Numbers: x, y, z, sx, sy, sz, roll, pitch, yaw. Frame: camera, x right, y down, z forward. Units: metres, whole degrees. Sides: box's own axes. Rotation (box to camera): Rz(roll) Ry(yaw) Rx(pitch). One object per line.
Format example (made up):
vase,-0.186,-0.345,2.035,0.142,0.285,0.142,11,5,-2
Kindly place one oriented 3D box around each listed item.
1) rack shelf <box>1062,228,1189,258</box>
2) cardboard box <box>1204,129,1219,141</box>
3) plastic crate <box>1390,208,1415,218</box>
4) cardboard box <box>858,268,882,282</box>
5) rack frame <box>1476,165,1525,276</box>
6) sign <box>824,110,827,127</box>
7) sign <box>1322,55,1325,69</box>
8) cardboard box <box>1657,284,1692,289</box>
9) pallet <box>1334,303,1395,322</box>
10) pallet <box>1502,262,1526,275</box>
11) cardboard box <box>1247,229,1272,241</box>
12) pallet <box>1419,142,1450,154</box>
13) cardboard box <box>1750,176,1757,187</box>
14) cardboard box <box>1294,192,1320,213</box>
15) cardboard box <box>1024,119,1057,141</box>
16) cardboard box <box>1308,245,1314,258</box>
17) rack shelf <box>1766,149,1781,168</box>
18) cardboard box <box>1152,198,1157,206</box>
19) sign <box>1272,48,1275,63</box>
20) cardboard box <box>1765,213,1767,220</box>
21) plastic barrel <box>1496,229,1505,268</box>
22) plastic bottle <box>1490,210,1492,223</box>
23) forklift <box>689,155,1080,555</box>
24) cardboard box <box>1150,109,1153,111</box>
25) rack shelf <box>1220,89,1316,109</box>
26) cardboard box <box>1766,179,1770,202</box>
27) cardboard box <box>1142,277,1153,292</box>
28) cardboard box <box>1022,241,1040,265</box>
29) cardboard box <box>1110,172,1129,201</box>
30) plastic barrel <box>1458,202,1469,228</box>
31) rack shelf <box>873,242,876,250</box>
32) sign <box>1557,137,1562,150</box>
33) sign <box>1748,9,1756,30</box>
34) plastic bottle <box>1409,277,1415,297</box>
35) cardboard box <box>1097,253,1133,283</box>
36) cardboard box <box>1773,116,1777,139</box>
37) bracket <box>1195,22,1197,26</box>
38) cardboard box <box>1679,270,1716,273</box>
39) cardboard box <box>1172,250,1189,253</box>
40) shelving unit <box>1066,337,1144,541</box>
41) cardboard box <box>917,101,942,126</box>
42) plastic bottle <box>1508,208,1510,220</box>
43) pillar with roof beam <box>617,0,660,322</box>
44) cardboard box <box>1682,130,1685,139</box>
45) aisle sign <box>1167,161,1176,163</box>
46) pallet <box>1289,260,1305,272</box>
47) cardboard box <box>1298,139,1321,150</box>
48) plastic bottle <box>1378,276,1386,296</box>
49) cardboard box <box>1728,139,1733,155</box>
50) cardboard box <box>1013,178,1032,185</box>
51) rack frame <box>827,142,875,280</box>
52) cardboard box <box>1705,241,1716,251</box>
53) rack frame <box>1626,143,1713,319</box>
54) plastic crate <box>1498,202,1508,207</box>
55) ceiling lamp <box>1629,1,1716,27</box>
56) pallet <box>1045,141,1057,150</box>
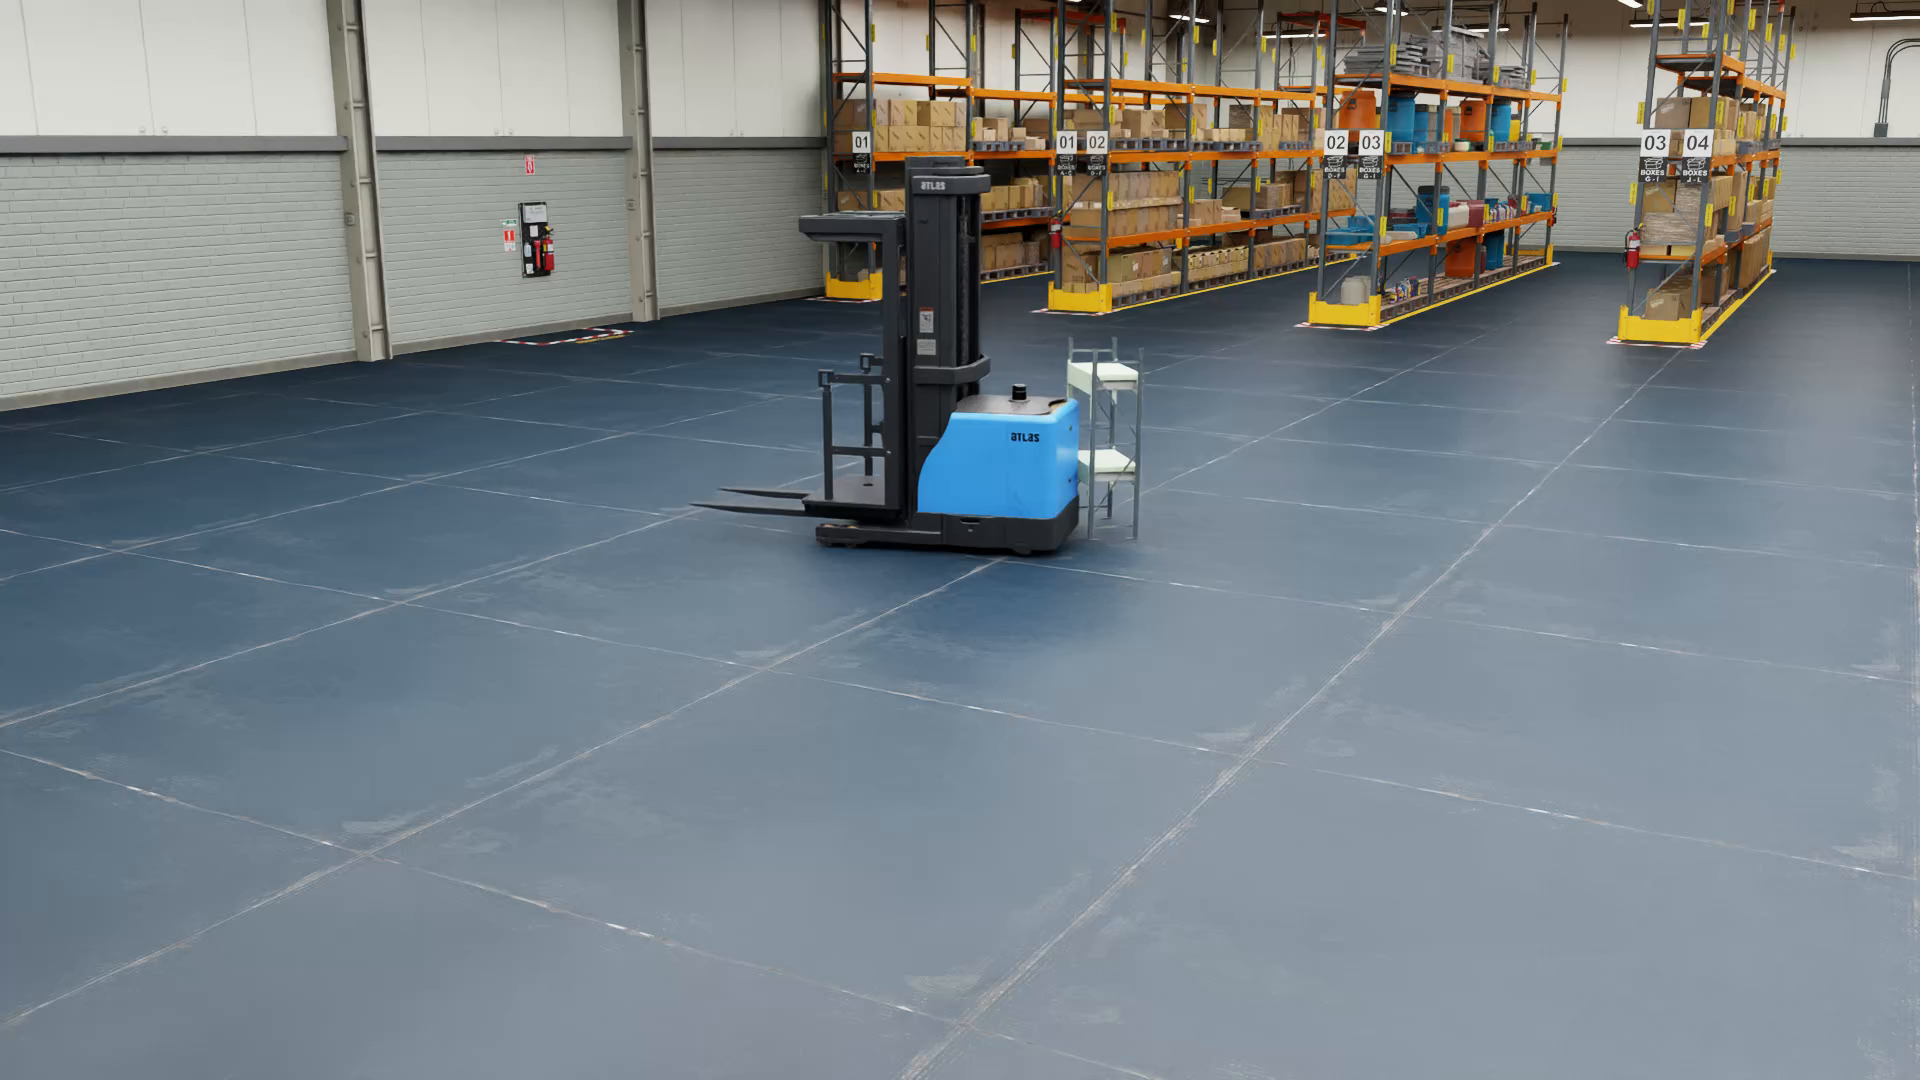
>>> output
rack shelf,3.179,-5.753,32.030,1.077,0.370,4.000,7,15,28
cardboard box,5.124,-8.487,34.863,0.500,0.250,0.500,6,15,23
plastic crate,8.447,-6.116,31.865,0.402,0.464,0.583,7,15,28
cardboard box,-1.713,-5.291,33.378,0.500,0.311,0.500,6,15,22
rack frame,12.348,-7.592,38.125,1.000,3.000,0.127,7,15,28
sign,-2.602,-8.208,32.391,0.100,0.325,0.005,7,15,28
sign,9.472,-12.445,43.293,0.100,0.325,0.005,7,15,28
cardboard box,11.777,-3.937,27.401,0.500,0.500,0.500,9,16,33
pallet,6.940,-3.961,29.015,1.003,0.211,1.213,7,15,28
pallet,12.669,-6.392,39.095,1.003,0.211,1.213,7,15,28
cardboard box,7.083,-7.240,39.461,0.500,0.250,0.500,7,15,28
pallet,8.217,-7.158,30.327,1.213,0.211,1.003,7,15,28
cardboard box,16.382,-7.435,35.120,0.797,0.503,0.637,7,15,27
cardboard box,8.498,-8.276,40.750,0.500,0.500,0.500,8,16,30
cardboard box,1.921,-9.719,39.393,0.700,0.500,0.500,6,15,24
cardboard box,8.406,-7.122,40.975,0.500,0.311,0.500,7,15,28
rack shelf,17.650,-8.550,37.232,1.077,0.370,4.000,7,15,28
cardboard box,3.587,-6.536,32.148,0.380,0.149,0.250,8,16,30
sign,7.547,-11.628,39.904,0.100,0.325,0.005,7,15,28
cardboard box,17.744,-7.198,37.025,0.380,0.149,0.250,8,15,29
plastic barrel,12.070,-6.666,37.866,0.600,0.901,0.708,7,15,28
plastic bottle,11.386,-6.951,35.741,0.097,0.271,0.097,0,14,0
forklift,-0.624,-1.481,12.924,3.031,2.935,1.130,4,14,15
cardboard box,4.743,-11.040,43.636,0.500,0.500,0.500,7,15,28
rack shelf,7.047,-10.116,38.182,1.077,0.370,4.000,7,15,28
cardboard box,17.631,-7.744,36.840,0.500,0.500,0.500,7,15,26
cardboard box,3.393,-4.952,32.144,0.500,0.250,0.500,7,15,28
cardboard box,1.439,-6.739,38.981,0.700,0.500,0.500,8,16,29
cardboard box,2.724,-6.585,30.966,0.700,0.500,0.500,7,15,27
plastic barrel,10.104,-6.590,33.732,0.421,0.512,0.421,0,14,0
rack shelf,-1.159,-6.313,34.355,1.077,0.370,4.000,7,15,28
sign,14.771,-9.761,40.945,0.100,0.325,0.005,7,15,28
sign,13.282,-8.733,27.896,0.100,0.325,0.005,7,15,28
plastic bottle,8.329,-4.673,30.729,0.144,0.351,0.185,7,15,25
cardboard box,2.906,-5.112,31.207,0.500,0.500,0.500,7,15,28
cardboard box,18.413,-9.498,38.309,0.700,0.500,0.500,6,15,25
bracket,6.668,-14.898,47.950,0.235,0.232,0.430,7,15,28
cardboard box,13.379,-4.607,30.140,0.700,0.500,0.500,7,15,28
cardboard box,4.580,-5.978,35.204,0.500,0.311,0.500,7,15,28
shelving unit,1.133,-0.816,13.210,0.431,1.500,0.755,-2,14,-11
cardboard box,-0.696,-8.720,34.015,0.500,0.500,0.500,7,15,26
plastic bottle,12.264,-7.339,37.341,0.152,0.276,0.135,7,15,28
pillar with roof beam,-1.677,-7.692,25.738,9.100,9.000,0.400,7,15,28
cardboard box,11.218,-6.178,25.330,0.380,0.149,0.250,7,15,28
aisle sign,5.906,-10.780,45.800,0.394,0.787,0.004,7,15,28
pallet,7.653,-6.627,40.072,1.003,0.211,1.213,7,15,28
cardboard box,8.465,-9.611,40.419,0.500,0.250,0.500,7,15,28
plastic bottle,7.853,-4.742,31.016,0.144,0.351,0.185,7,15,28
cardboard box,12.563,-6.546,27.705,0.500,0.250,0.500,8,16,29
cardboard box,1.458,-8.330,38.649,0.380,0.149,0.250,5,14,19
rack frame,-2.126,-6.252,32.568,1.000,3.000,0.127,7,15,28
cardboard box,12.039,-4.775,26.976,0.380,0.149,0.250,7,15,28
rack frame,10.882,-4.569,25.585,1.000,3.000,0.127,7,15,28
plastic crate,13.092,-8.015,40.110,0.416,0.233,0.300,7,15,28
ceiling lamp,17.784,-14.432,41.242,2.000,3.185,0.800,7,15,28
pallet,2.006,-9.398,39.620,1.213,0.211,1.003,8,16,31
